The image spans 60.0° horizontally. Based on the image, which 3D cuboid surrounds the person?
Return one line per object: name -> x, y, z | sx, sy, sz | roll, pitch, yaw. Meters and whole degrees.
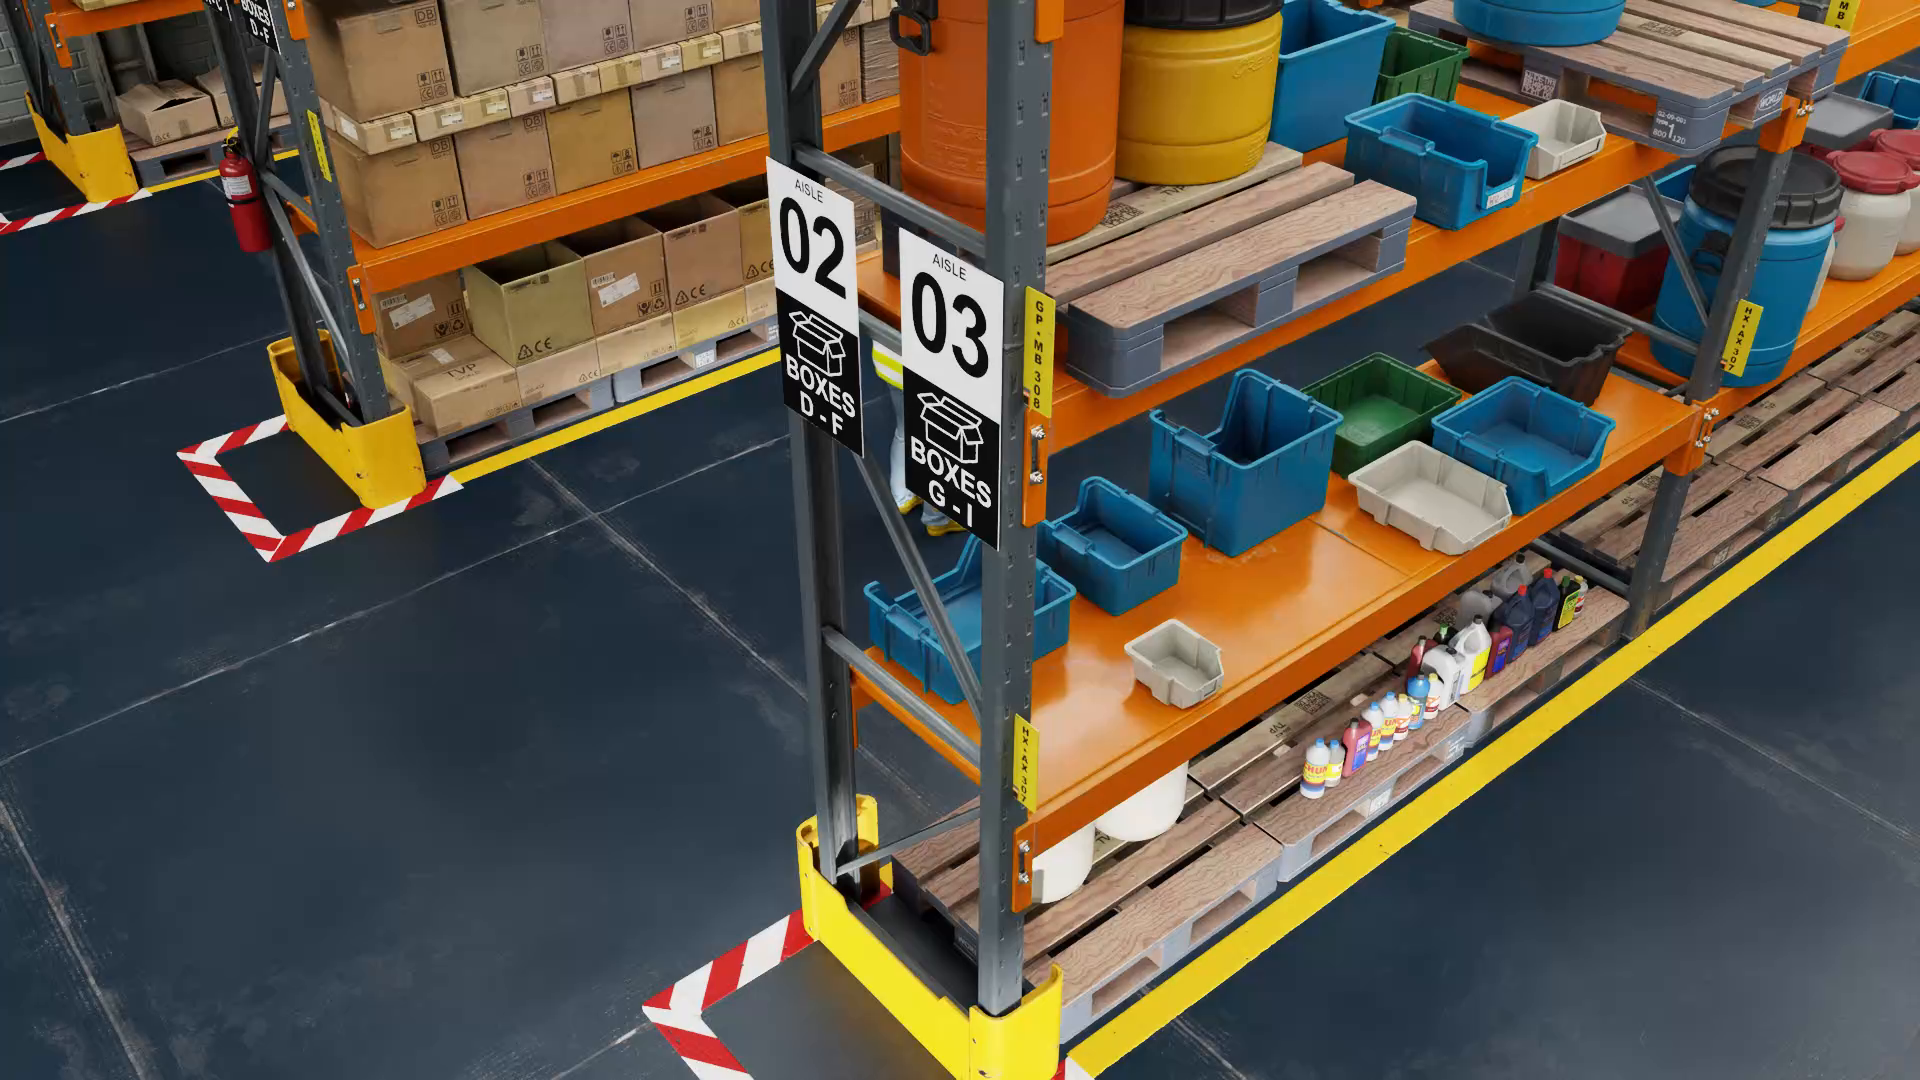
person -> -0.183, -0.865, 8.267 | 0.455, 1.761, 0.637 | -28, 44, -33
